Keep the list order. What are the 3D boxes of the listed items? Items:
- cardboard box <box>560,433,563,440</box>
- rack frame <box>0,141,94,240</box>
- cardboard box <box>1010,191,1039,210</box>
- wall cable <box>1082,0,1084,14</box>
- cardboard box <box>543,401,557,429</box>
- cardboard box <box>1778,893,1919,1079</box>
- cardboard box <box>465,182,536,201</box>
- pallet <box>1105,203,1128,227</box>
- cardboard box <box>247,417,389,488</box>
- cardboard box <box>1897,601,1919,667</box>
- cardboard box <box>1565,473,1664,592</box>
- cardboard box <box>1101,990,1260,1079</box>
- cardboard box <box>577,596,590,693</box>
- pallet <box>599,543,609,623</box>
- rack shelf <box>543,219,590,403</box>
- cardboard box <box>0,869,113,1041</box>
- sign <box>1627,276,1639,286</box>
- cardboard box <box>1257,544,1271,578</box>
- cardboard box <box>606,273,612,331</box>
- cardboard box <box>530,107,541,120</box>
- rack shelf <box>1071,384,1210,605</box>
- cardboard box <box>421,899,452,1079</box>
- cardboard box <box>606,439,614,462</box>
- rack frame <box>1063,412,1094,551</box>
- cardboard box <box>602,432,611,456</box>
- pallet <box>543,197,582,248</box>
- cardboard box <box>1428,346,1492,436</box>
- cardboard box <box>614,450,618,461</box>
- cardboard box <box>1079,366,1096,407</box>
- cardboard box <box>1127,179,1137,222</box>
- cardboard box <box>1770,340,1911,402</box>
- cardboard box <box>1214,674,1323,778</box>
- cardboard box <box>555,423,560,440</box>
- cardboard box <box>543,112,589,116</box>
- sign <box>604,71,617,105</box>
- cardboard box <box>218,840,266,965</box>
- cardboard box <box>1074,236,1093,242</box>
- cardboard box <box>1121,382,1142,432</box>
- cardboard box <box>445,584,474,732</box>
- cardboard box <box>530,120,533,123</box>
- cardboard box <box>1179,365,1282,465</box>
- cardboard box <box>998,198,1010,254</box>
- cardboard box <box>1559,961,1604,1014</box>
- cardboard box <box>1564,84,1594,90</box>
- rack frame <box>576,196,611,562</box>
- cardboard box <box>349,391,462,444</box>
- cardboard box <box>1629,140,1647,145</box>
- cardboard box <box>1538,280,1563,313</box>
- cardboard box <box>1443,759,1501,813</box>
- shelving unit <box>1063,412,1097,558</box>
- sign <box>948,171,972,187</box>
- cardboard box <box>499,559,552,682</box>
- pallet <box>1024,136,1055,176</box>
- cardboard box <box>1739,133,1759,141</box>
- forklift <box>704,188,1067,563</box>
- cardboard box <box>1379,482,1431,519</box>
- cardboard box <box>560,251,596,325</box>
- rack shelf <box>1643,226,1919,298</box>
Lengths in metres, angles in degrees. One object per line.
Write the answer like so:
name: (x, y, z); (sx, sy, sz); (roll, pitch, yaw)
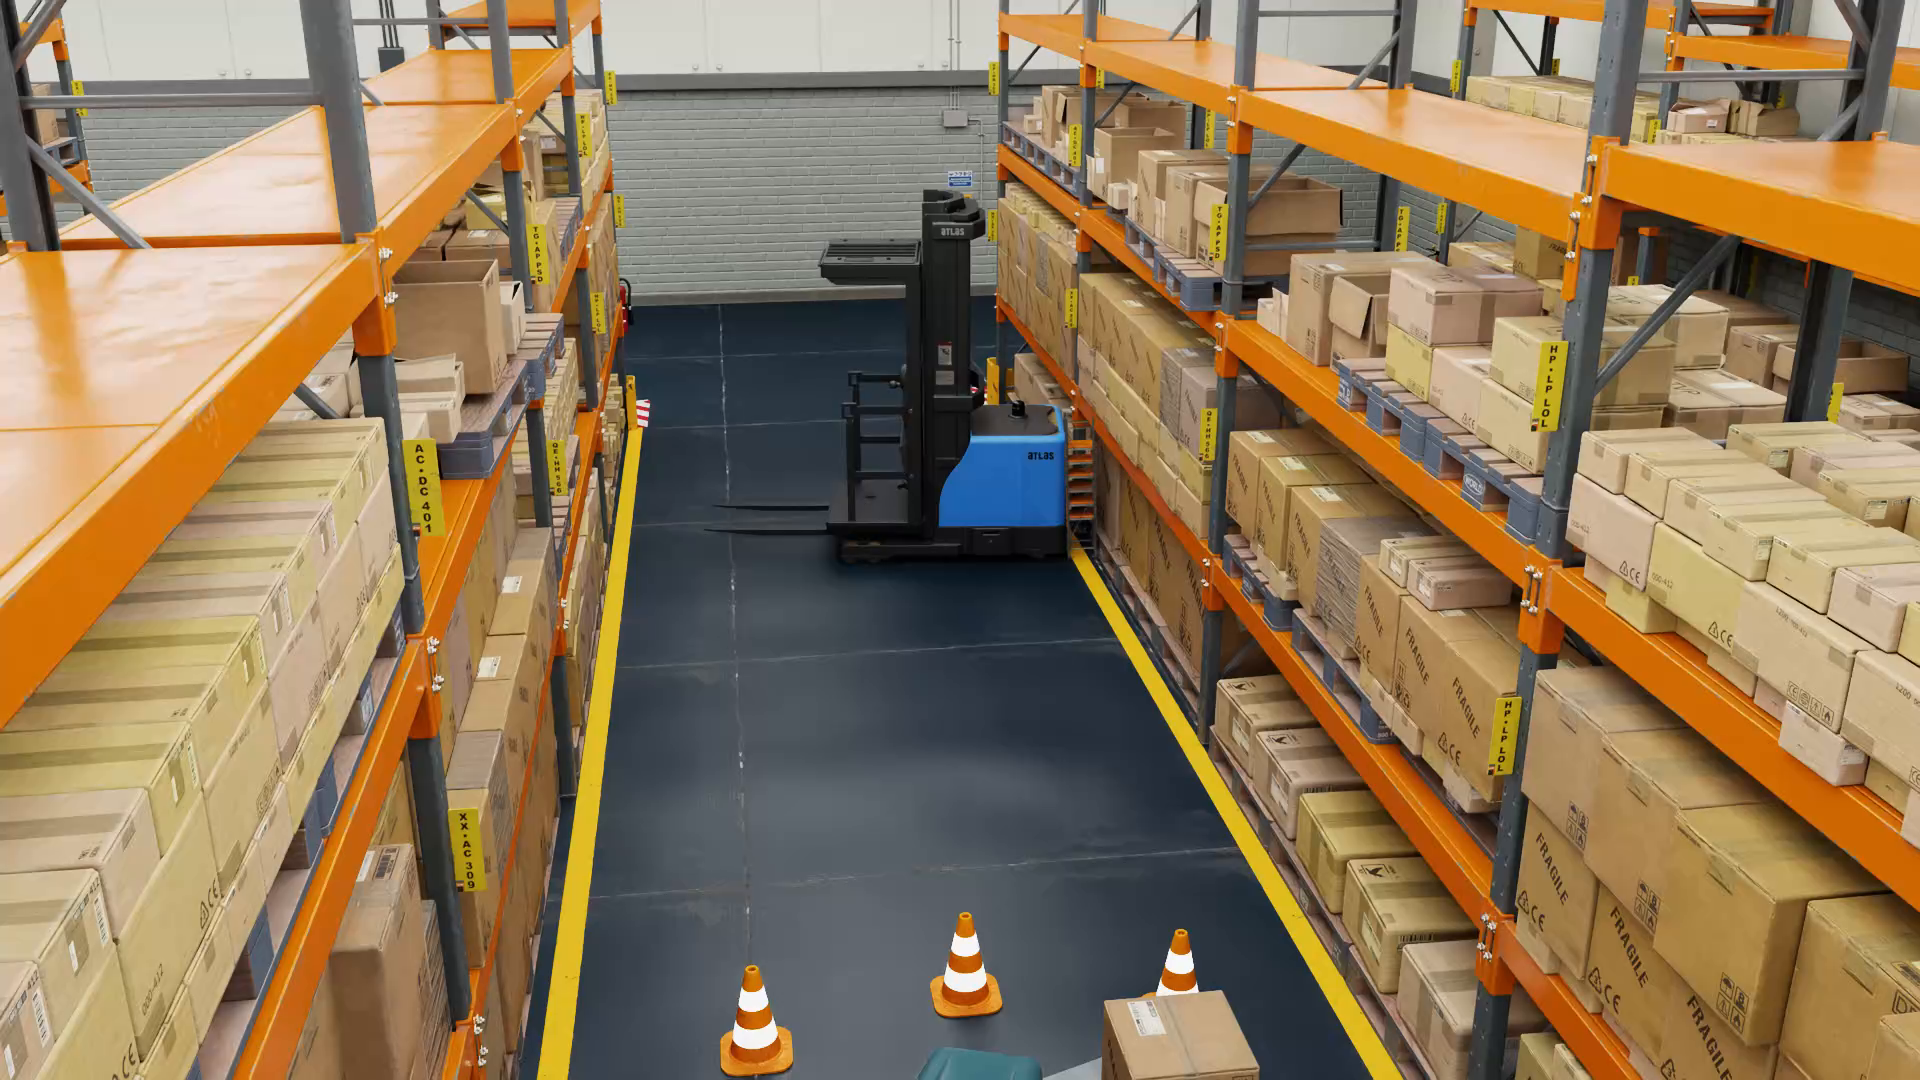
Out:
cardboard box: (-2.929, -0.630, 11.450); (0.380, 0.149, 0.250); (-4, 21, -10)
rack frame: (-8.911, -2.392, 16.407); (1.000, 3.000, 0.127); (-3, 21, -8)
cardboard box: (0.705, -3.391, 16.583); (0.380, 0.149, 0.250); (-2, 21, -6)
wall cable: (0.541, -7.694, 22.030); (2.355, 3.000, 0.029); (-3, 21, -8)
cardboard box: (-2.901, -0.820, 11.107); (0.380, 0.149, 0.250); (-2, 21, -6)
cardboard box: (2.736, 1.301, 4.523); (0.700, 0.500, 0.500); (-3, 21, -8)
cardboard box: (-2.771, -2.067, 10.013); (0.396, 0.266, 0.258); (-3, 21, -8)
pallet: (1.653, -2.507, 12.703); (0.805, 0.209, 1.217); (-4, 21, -10)
cardboard box: (-1.891, -0.246, 4.852); (0.380, 0.149, 0.250); (-3, 21, -8)
cardboard box: (2.653, 0.262, 4.235); (0.380, 0.149, 0.250); (-3, 21, -7)
cardboard box: (2.417, -0.045, 5.626); (0.500, 0.250, 0.500); (-3, 21, -9)
cardboard box: (0.868, 2.179, 6.658); (0.500, 0.500, 0.500); (-3, 21, -8)
cardboard box: (-2.761, 0.705, 11.087); (0.500, 0.500, 0.500); (-3, 21, -7)
pallet: (-3.298, 0.354, 13.042); (1.003, 0.211, 1.213); (-3, 21, -8)
rack shelf: (-3.124, -1.598, 11.023); (1.077, 0.370, 4.000); (-3, 21, -8)
cardboard box: (-1.523, 0.633, 2.496); (0.380, 0.149, 0.250); (-3, 21, -7)
sign: (5.847, -2.134, 14.480); (0.100, 0.325, 0.005); (-3, 21, -8)
cardboard box: (1.913, 0.118, 9.447); (0.380, 0.149, 0.250); (-4, 21, -11)
cardboard box: (-3.456, -2.124, 15.122); (0.500, 0.500, 0.500); (-2, 21, -5)
cardboard box: (-4.005, -3.884, 15.047); (0.380, 0.149, 0.250); (-2, 21, -6)
rack shelf: (1.760, -0.477, 12.309); (1.077, 0.370, 4.000); (-3, 21, -8)
cardboard box: (-2.194, 1.605, 5.493); (0.875, 0.550, 0.550); (-3, 21, -8)
cardboard box: (-3.370, -0.811, 15.223); (0.380, 0.149, 0.250); (-3, 21, -8)
rack frame: (0.989, -0.481, 13.773); (0.240, 1.200, 0.006); (-2, 20, 0)
cardboard box: (-3.339, -0.857, 14.921); (0.380, 0.149, 0.250); (-2, 21, -7)
pallet: (-3.428, -2.320, 12.197); (1.213, 0.211, 1.003); (-3, 21, -8)
cardboard box: (2.329, -0.639, 7.041); (0.500, 0.250, 0.500); (-3, 21, -7)
cardboard box: (-3.449, -0.851, 15.757); (0.380, 0.149, 0.250); (-3, 21, -7)
cardboard box: (1.274, -1.271, 13.620); (0.500, 0.250, 0.500); (-3, 21, -9)
cardboard box: (1.389, -2.396, 11.722); (0.396, 0.266, 0.258); (-1, 21, -3)
cardboard box: (6.541, -1.174, 12.400); (0.797, 0.503, 0.637); (-3, 21, -9)
cardboard box: (2.120, 1.109, 10.191); (0.950, 0.372, 0.625); (-4, 21, -11)
cardboard box: (-2.893, -0.679, 11.155); (0.380, 0.149, 0.250); (-3, 21, -8)
cardboard box: (-3.356, -3.549, 14.147); (0.380, 0.149, 0.250); (-2, 21, -5)
sign: (-3.437, -4.448, 16.360); (0.100, 0.325, 0.005); (-3, 21, -8)
cardboard box: (-1.634, 0.742, 3.346); (0.380, 0.149, 0.250); (-3, 21, -7)
cardboard box: (1.182, -2.513, 14.233); (0.380, 0.149, 0.250); (-2, 21, -6)
cardboard box: (1.480, -0.974, 12.111); (0.500, 0.250, 0.500); (-4, 21, -9)
cardboard box: (-2.485, 0.508, 7.072); (0.700, 0.500, 0.500); (-3, 21, -7)
cardboard box: (-4.045, -3.655, 15.002); (0.500, 0.250, 0.500); (-3, 21, -7)
cardboard box: (1.715, -0.803, 10.581); (0.500, 0.500, 0.500); (-3, 21, -9)
cardboard box: (0.682, -3.226, 17.070); (0.500, 0.500, 0.500); (-3, 21, -9)
cardboard box: (2.441, 1.591, 6.103); (0.380, 0.149, 0.250); (-2, 21, -6)
cardboard box: (6.306, -4.354, 16.448); (0.500, 0.250, 0.500); (-3, 21, -7)
rack frame: (-3.412, -1.222, 13.276); (1.000, 3.000, 0.127); (-3, 21, -8)
cardboard box: (-2.204, -0.482, 6.622); (0.380, 0.149, 0.250); (-3, 21, -8)
cardboard box: (6.066, -3.387, 14.574); (0.500, 0.250, 0.500); (-3, 21, -8)
cardboard box: (5.923, -2.338, 16.051); (0.500, 0.250, 0.500); (-3, 21, -8)
cardboard box: (2.278, 1.020, 7.032); (0.380, 0.149, 0.250); (-3, 21, -7)
shelving unit: (0.990, -0.450, 13.687); (0.258, 1.200, 0.189); (-2, 20, 0)
sign: (0.003, -4.988, 22.973); (0.327, 0.218, 0.001); (-3, 21, -8)
cardboard box: (-2.434, 0.431, 8.706); (0.500, 0.500, 0.500); (-3, 21, -8)
pallet: (1.192, -3.576, 15.417); (1.003, 0.211, 1.213); (-3, 21, -8)
cardboard box: (6.601, -3.243, 13.590); (0.380, 0.149, 0.250); (-3, 21, -7)
forklift: (-0.629, -1.372, 13.774); (3.031, 2.935, 1.130); (0, 20, 0)
cardboard box: (2.548, -0.008, 8.857); (0.500, 0.500, 0.500); (-4, 21, -11)
cardboard box: (-3.236, -2.045, 13.482); (0.500, 0.500, 0.500); (-2, 21, -6)
rack shelf: (6.671, -2.134, 12.458); (1.077, 0.370, 4.000); (-3, 21, -8)
